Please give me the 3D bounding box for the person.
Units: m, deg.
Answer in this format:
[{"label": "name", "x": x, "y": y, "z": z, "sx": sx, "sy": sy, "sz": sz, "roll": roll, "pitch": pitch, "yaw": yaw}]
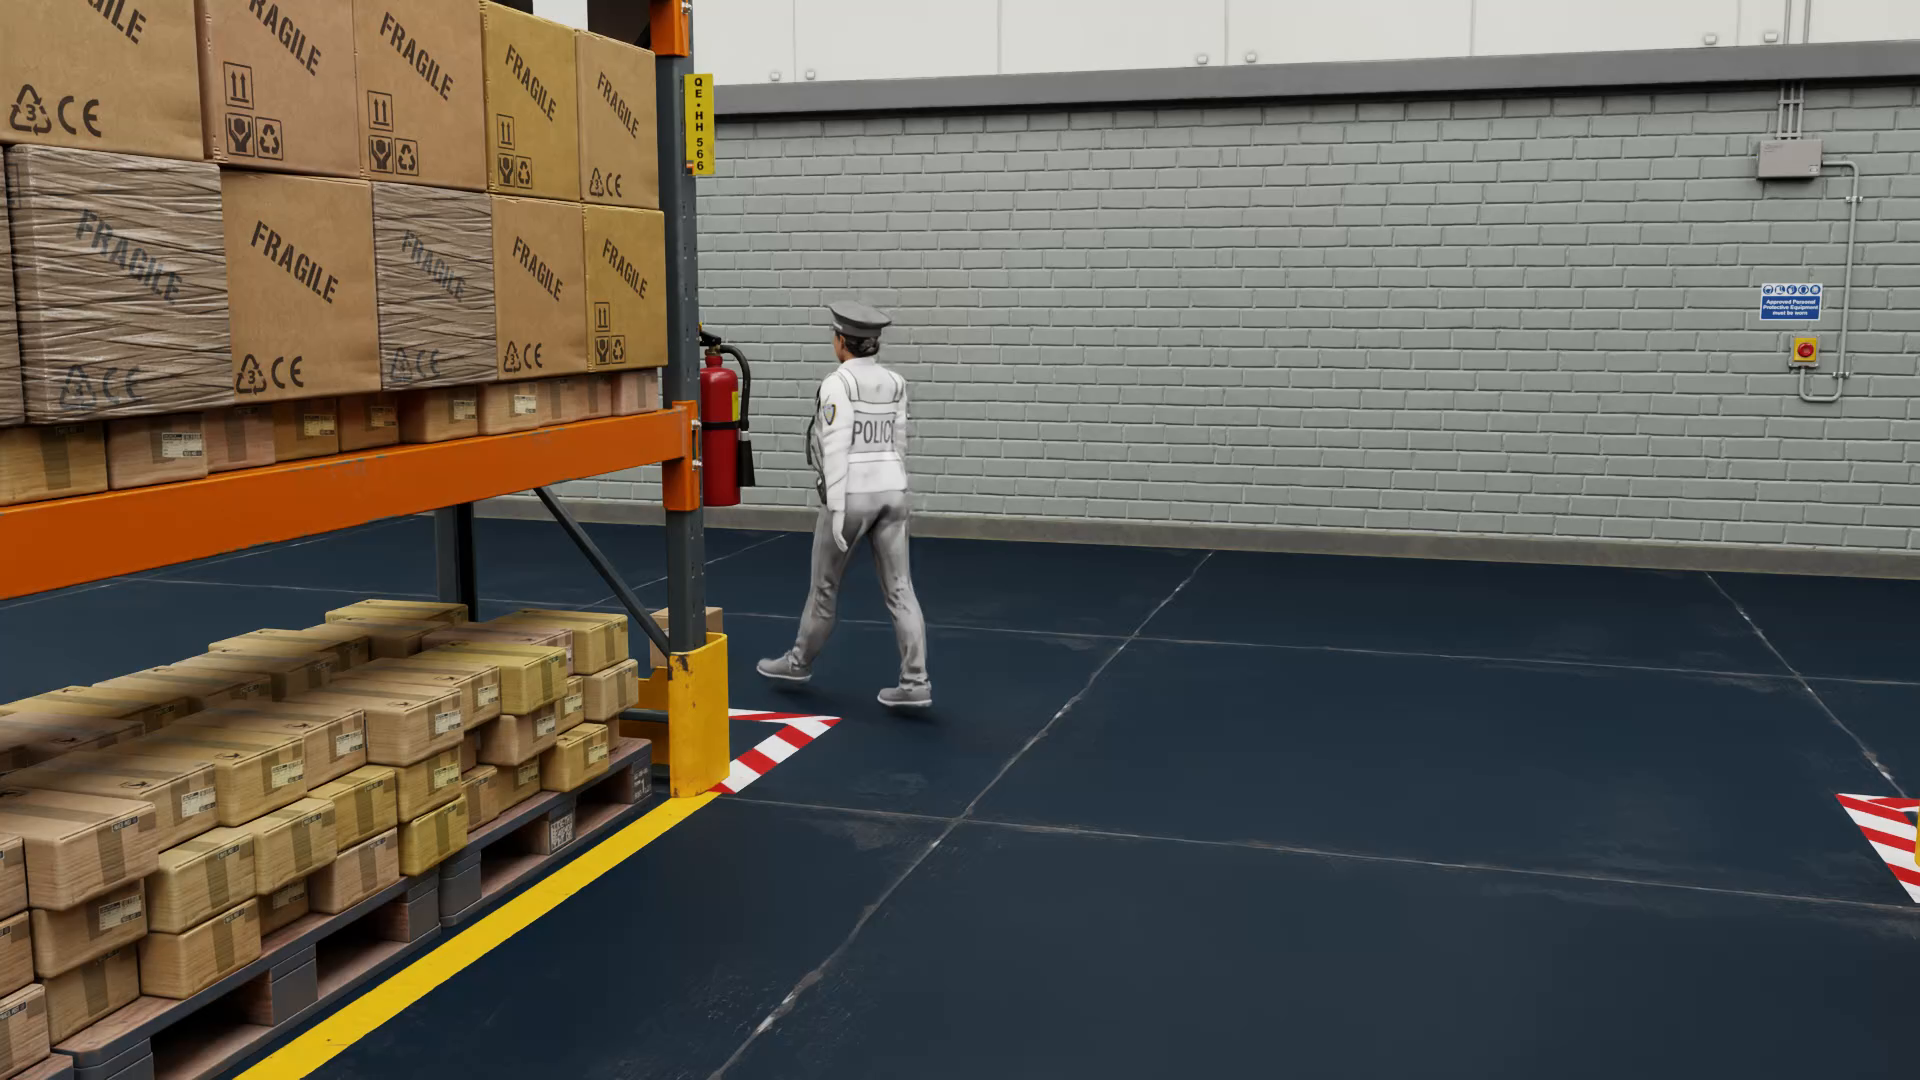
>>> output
[{"label": "person", "x": -0.436, "y": -0.169, "z": 6.840, "sx": 0.513, "sy": 1.629, "sz": 0.945, "roll": -7, "pitch": 11, "yaw": -39}]
